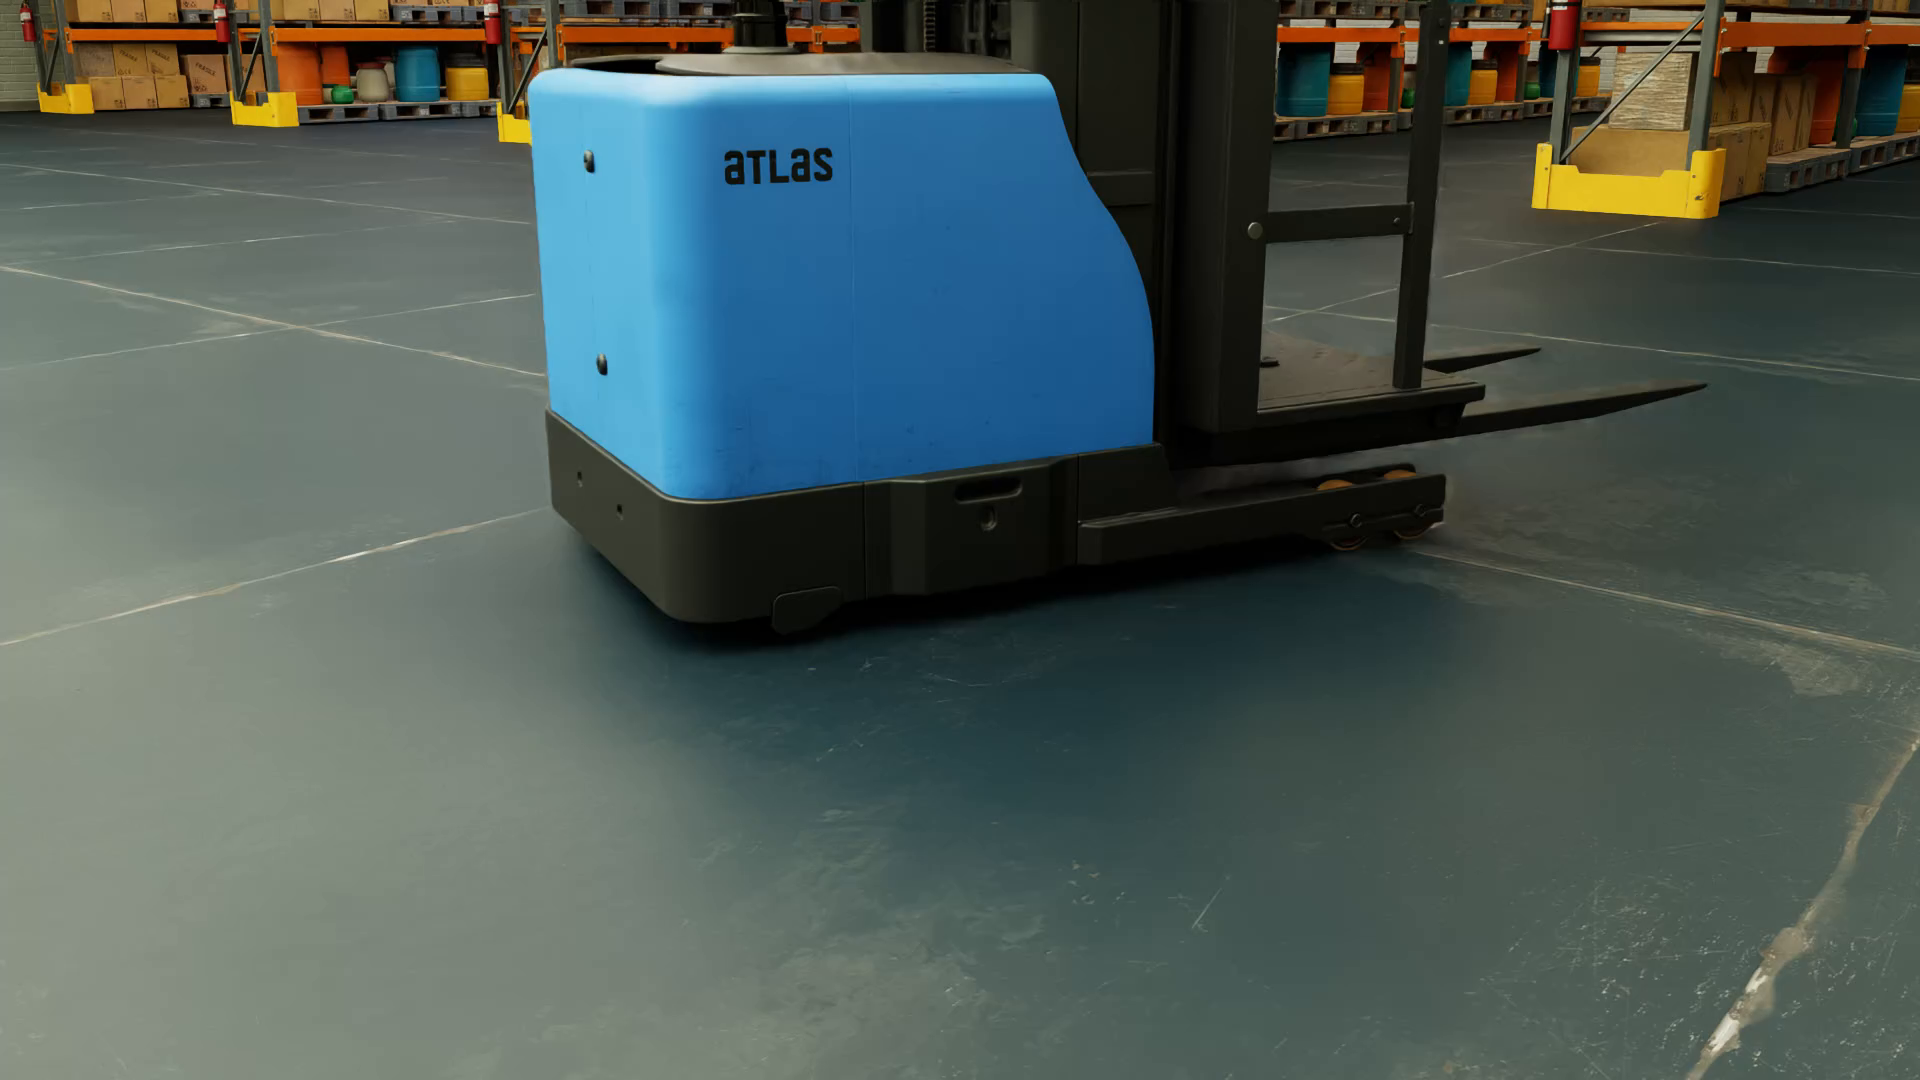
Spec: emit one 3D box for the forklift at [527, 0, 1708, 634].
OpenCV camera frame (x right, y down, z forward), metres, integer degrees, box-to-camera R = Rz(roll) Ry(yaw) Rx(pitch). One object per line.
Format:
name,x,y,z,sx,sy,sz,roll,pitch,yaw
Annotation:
forklift,0.574,-1.502,3.845,3.031,2.935,1.130,-9,19,-26
